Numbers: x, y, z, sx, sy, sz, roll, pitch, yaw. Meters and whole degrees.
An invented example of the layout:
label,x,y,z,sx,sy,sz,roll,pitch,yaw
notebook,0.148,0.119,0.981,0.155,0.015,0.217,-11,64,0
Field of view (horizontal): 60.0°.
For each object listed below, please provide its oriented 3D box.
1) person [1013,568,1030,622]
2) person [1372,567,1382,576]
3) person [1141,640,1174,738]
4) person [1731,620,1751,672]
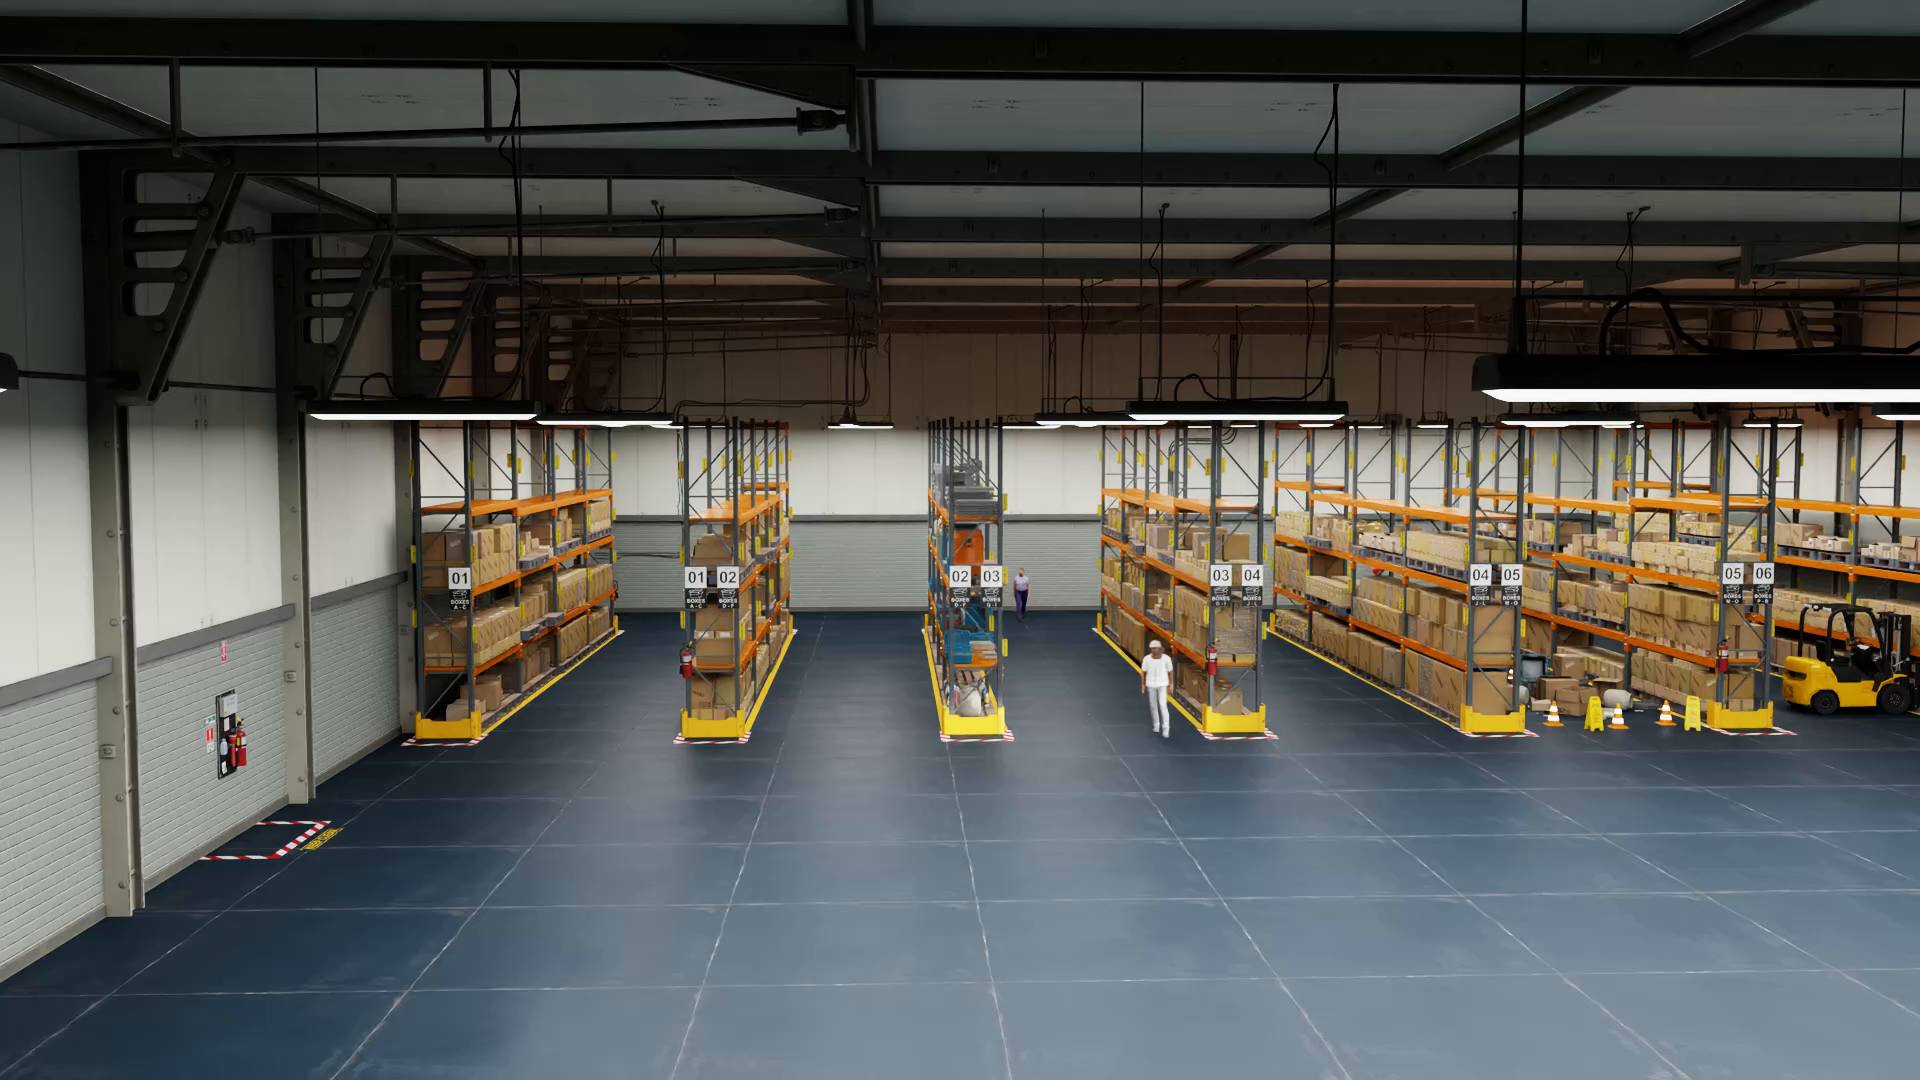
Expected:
label,x,y,z,sx,sy,sz,roll,pitch,yaw
person,1.865,1.635,50.252,0.505,1.588,1.011,0,4,-4
person,12.094,1.660,48.594,0.788,1.779,0.555,0,4,3
person,3.714,2.792,31.482,0.624,1.775,0.680,1,4,20
person,17.035,2.567,36.195,0.450,1.705,0.595,0,4,-7
